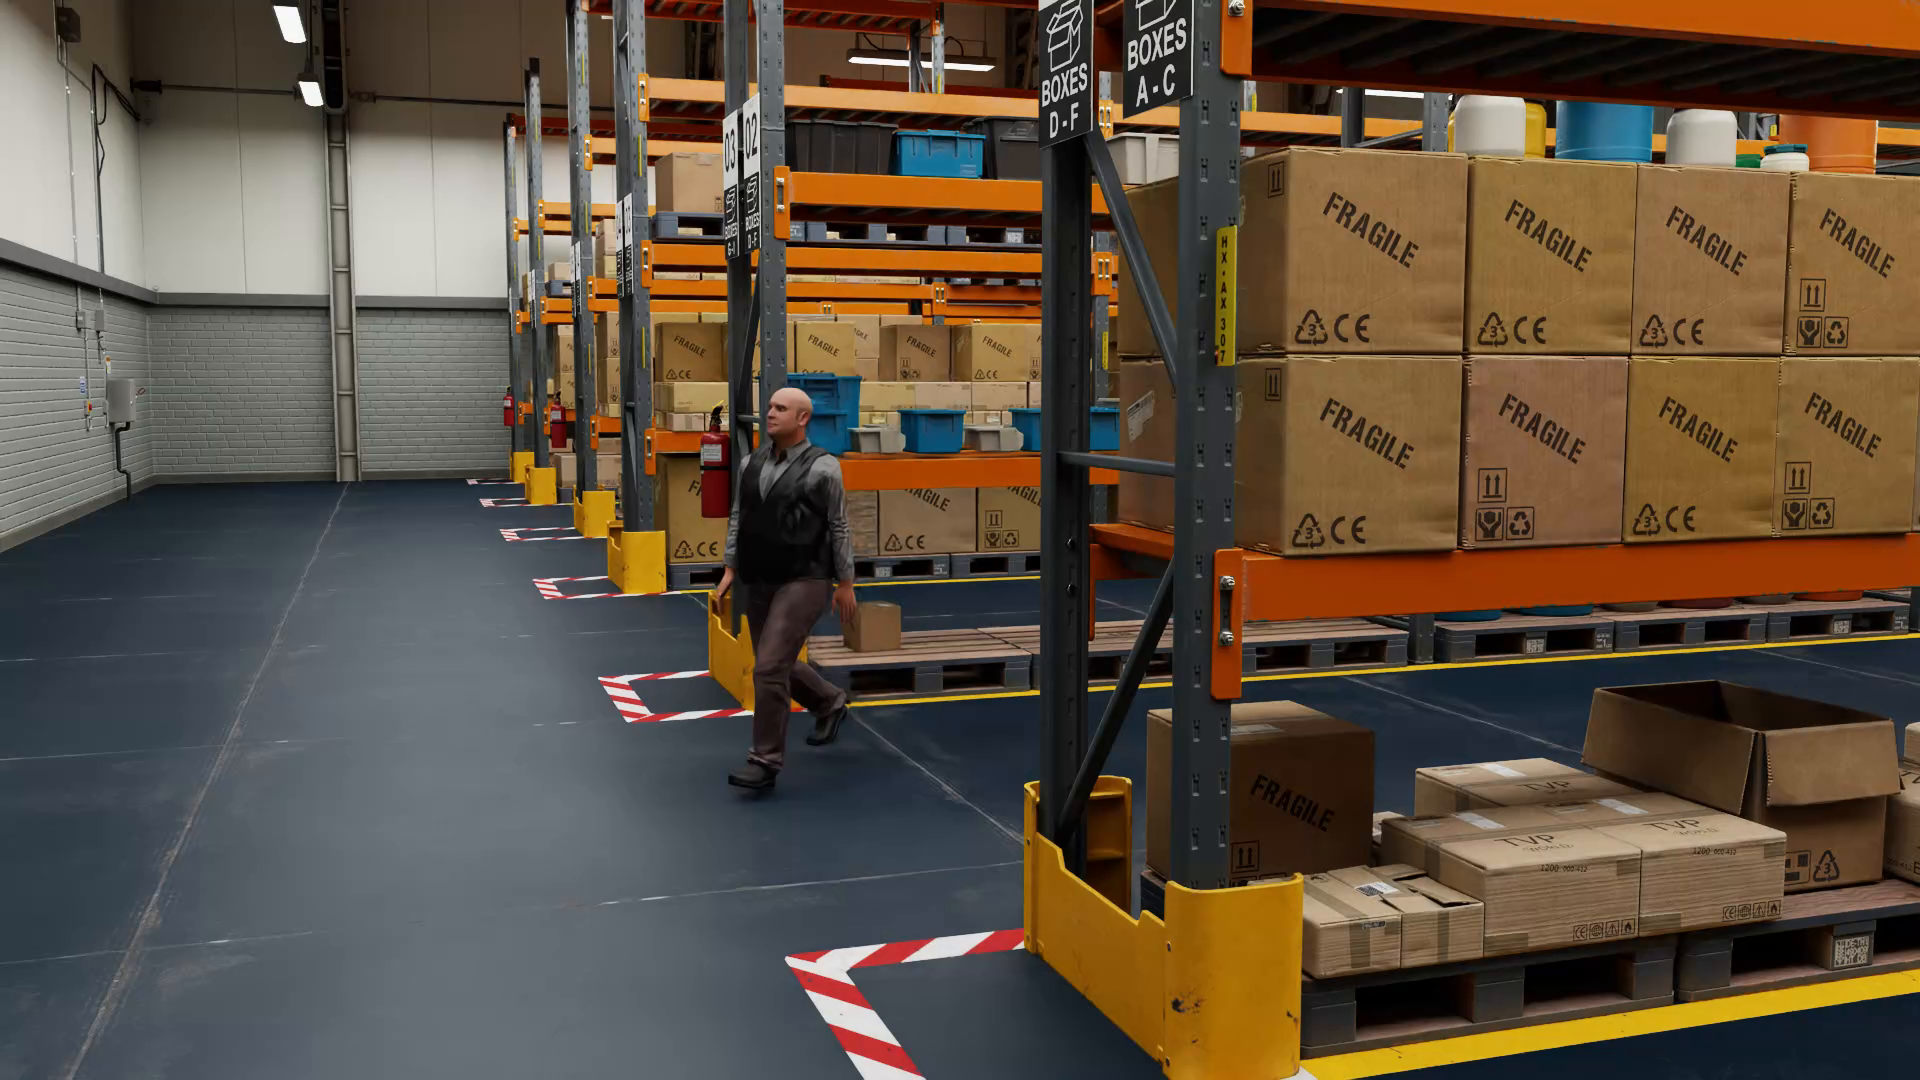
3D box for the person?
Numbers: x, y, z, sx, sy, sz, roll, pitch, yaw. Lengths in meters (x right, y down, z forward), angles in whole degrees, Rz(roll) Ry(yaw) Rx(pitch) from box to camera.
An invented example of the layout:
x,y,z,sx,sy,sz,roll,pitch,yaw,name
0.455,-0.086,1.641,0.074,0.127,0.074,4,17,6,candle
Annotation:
x,y,z,sx,sy,sz,roll,pitch,yaw,name
-0.756,0.185,7.207,0.561,1.686,0.963,4,7,34,person
